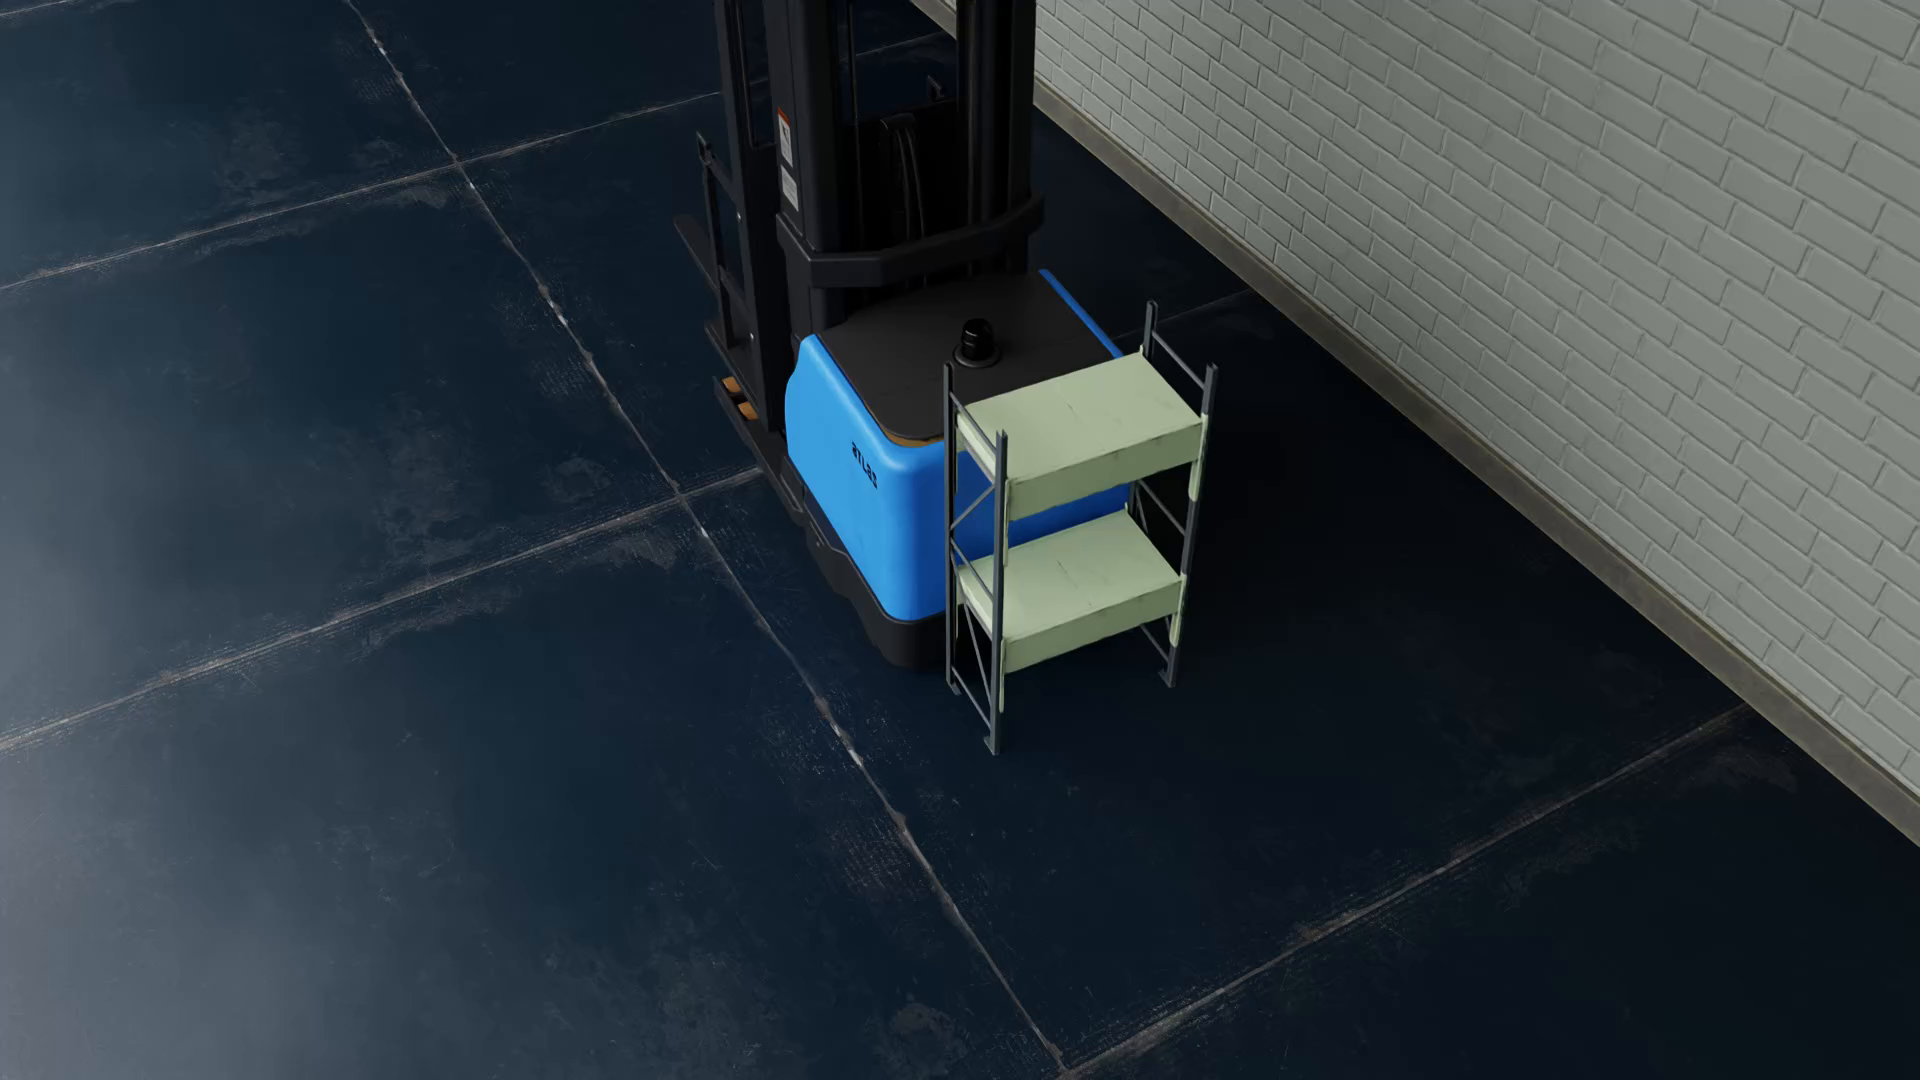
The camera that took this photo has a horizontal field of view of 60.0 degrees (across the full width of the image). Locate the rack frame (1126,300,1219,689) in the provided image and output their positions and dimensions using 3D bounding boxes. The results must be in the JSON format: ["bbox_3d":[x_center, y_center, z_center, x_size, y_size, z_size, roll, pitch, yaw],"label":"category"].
[{"bbox_3d":[0.704,-0.113,5.790,0.023,1.500,0.400,-19,47,-18],"label":"rack frame"}]

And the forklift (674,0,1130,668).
[{"bbox_3d":[-0.424,-1.609,6.304,1.130,2.935,3.031,-19,47,-18],"label":"forklift"}]

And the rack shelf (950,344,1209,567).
[{"bbox_3d":[0.375,-0.283,5.404,0.720,0.370,0.431,-19,47,-18],"label":"rack shelf"}]

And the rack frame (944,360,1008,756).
[{"bbox_3d":[0.045,0.108,5.561,0.023,1.500,0.400,-19,47,-18],"label":"rack frame"}]

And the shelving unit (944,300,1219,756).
[{"bbox_3d":[0.375,-0.003,5.676,0.755,1.500,0.431,-19,47,-18],"label":"shelving unit"}]

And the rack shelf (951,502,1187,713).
[{"bbox_3d":[0.375,0.231,5.903,0.720,0.370,0.431,-19,47,-18],"label":"rack shelf"}]
